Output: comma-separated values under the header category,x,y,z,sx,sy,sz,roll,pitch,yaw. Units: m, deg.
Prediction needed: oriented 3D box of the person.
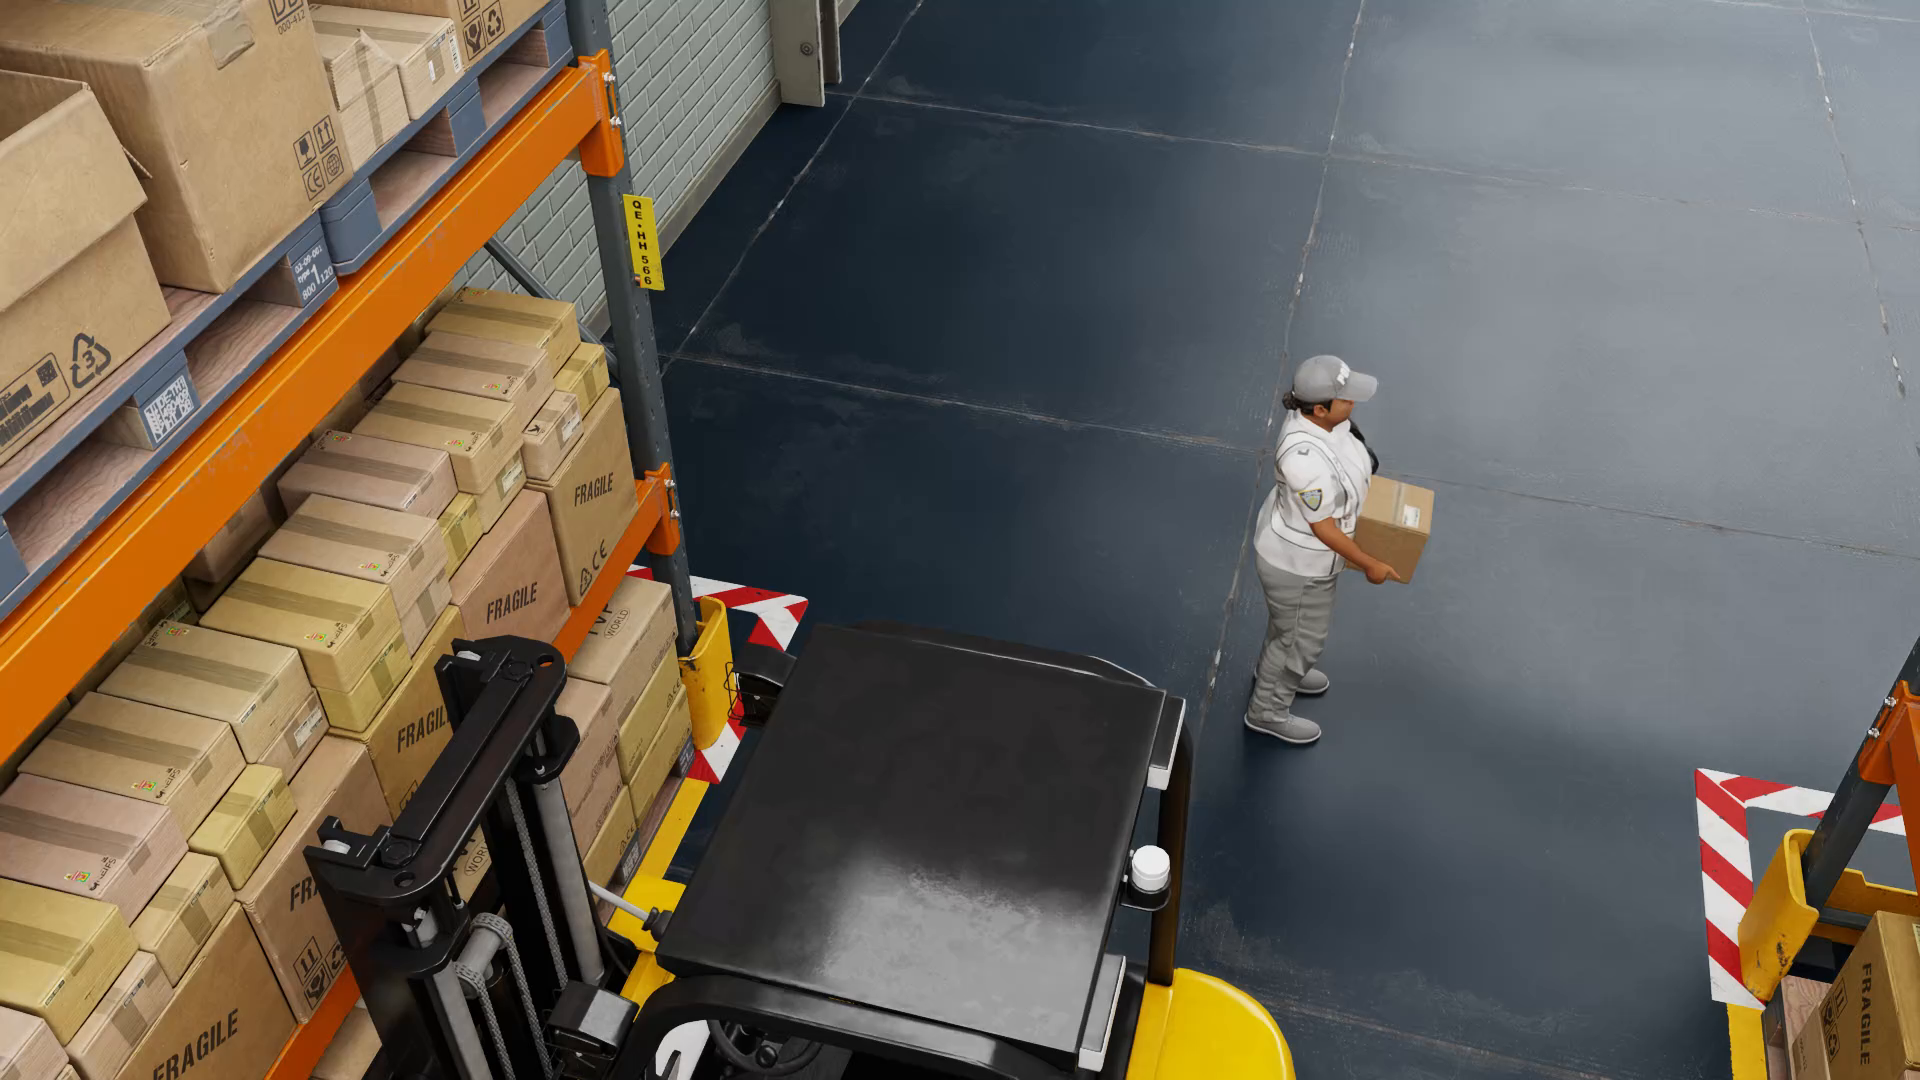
category,x,y,z,sx,sy,sz,roll,pitch,yaw
person,1.272,0.100,6.178,0.384,1.350,0.425,11,42,12
